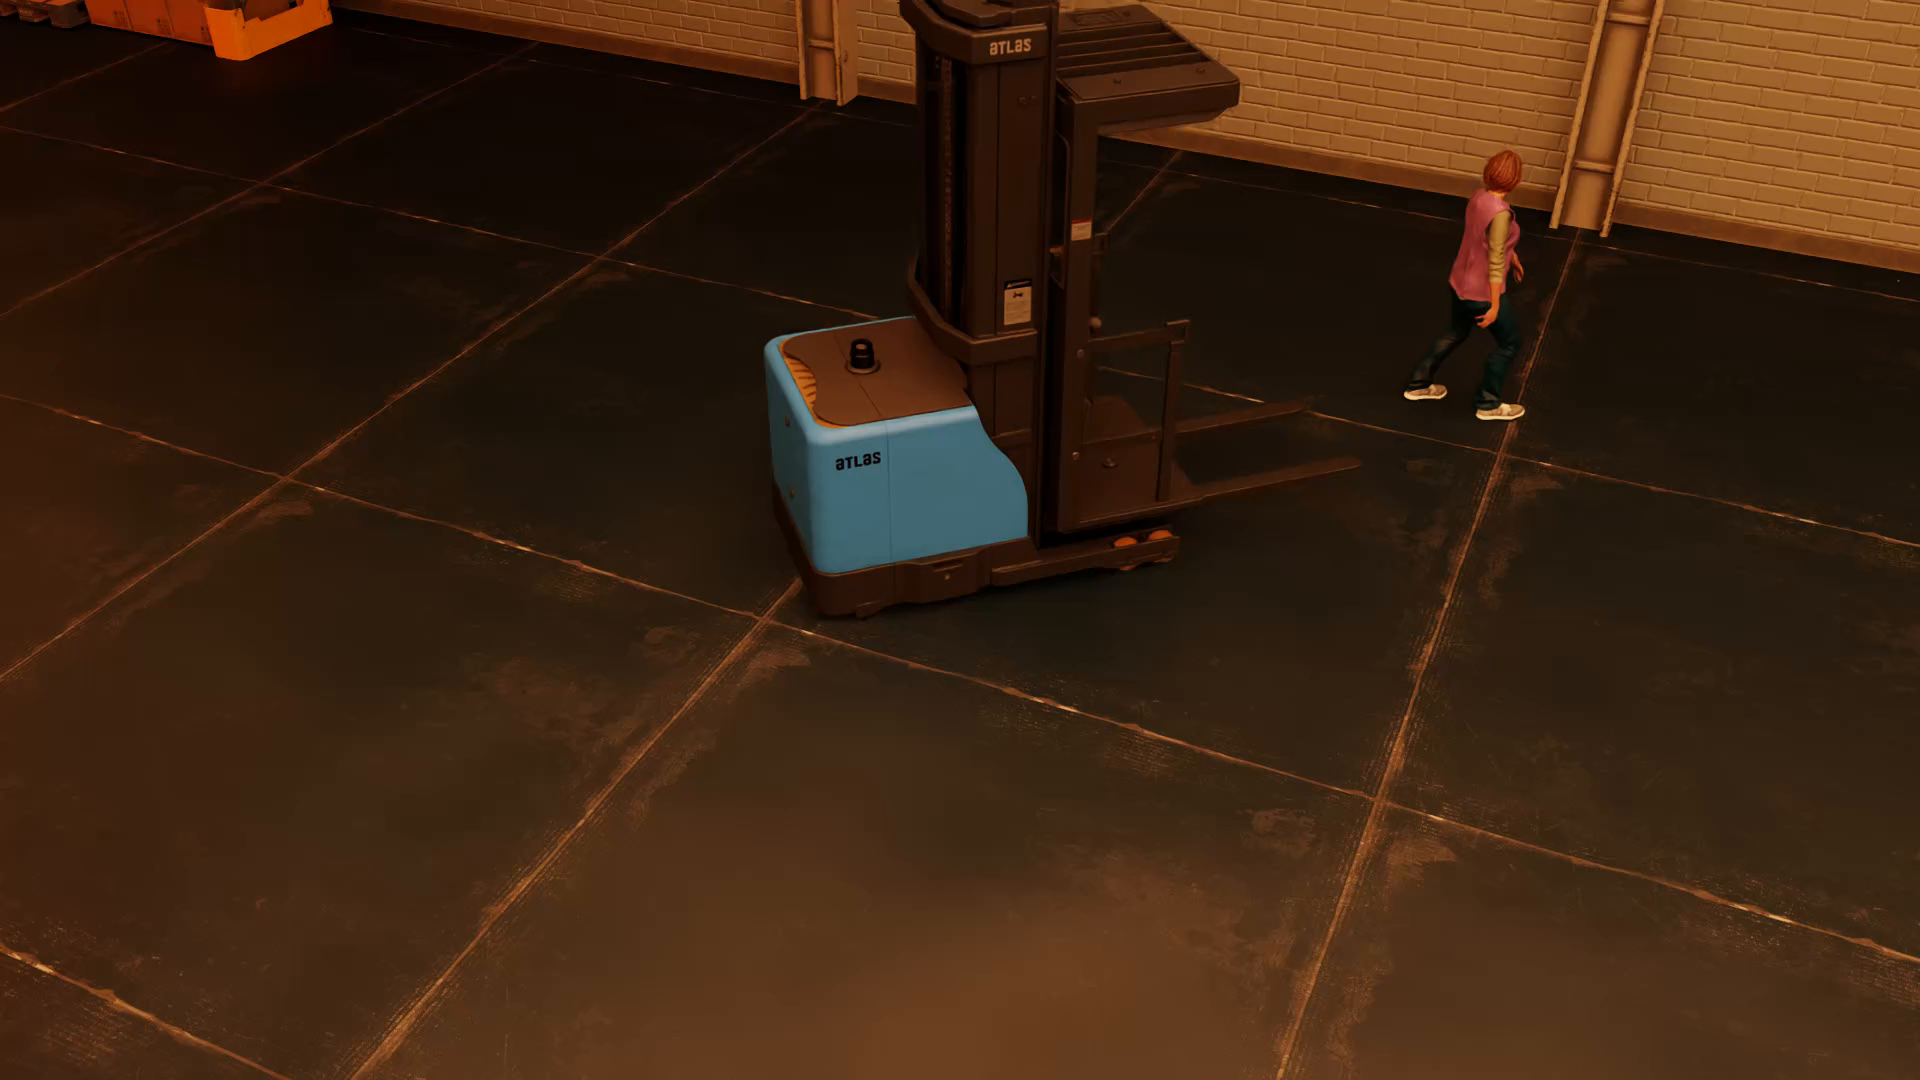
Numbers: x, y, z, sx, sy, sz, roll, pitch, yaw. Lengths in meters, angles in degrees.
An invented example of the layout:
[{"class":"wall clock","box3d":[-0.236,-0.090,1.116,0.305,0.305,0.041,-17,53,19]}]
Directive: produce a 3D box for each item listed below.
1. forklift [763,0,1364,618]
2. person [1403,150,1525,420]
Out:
[{"class":"forklift","box3d":[0.597,-1.321,7.938,3.031,2.935,1.130,-11,37,-15]},{"class":"person","box3d":[2.912,-1.398,9.248,0.617,1.545,0.527,-5,36,-7]}]
